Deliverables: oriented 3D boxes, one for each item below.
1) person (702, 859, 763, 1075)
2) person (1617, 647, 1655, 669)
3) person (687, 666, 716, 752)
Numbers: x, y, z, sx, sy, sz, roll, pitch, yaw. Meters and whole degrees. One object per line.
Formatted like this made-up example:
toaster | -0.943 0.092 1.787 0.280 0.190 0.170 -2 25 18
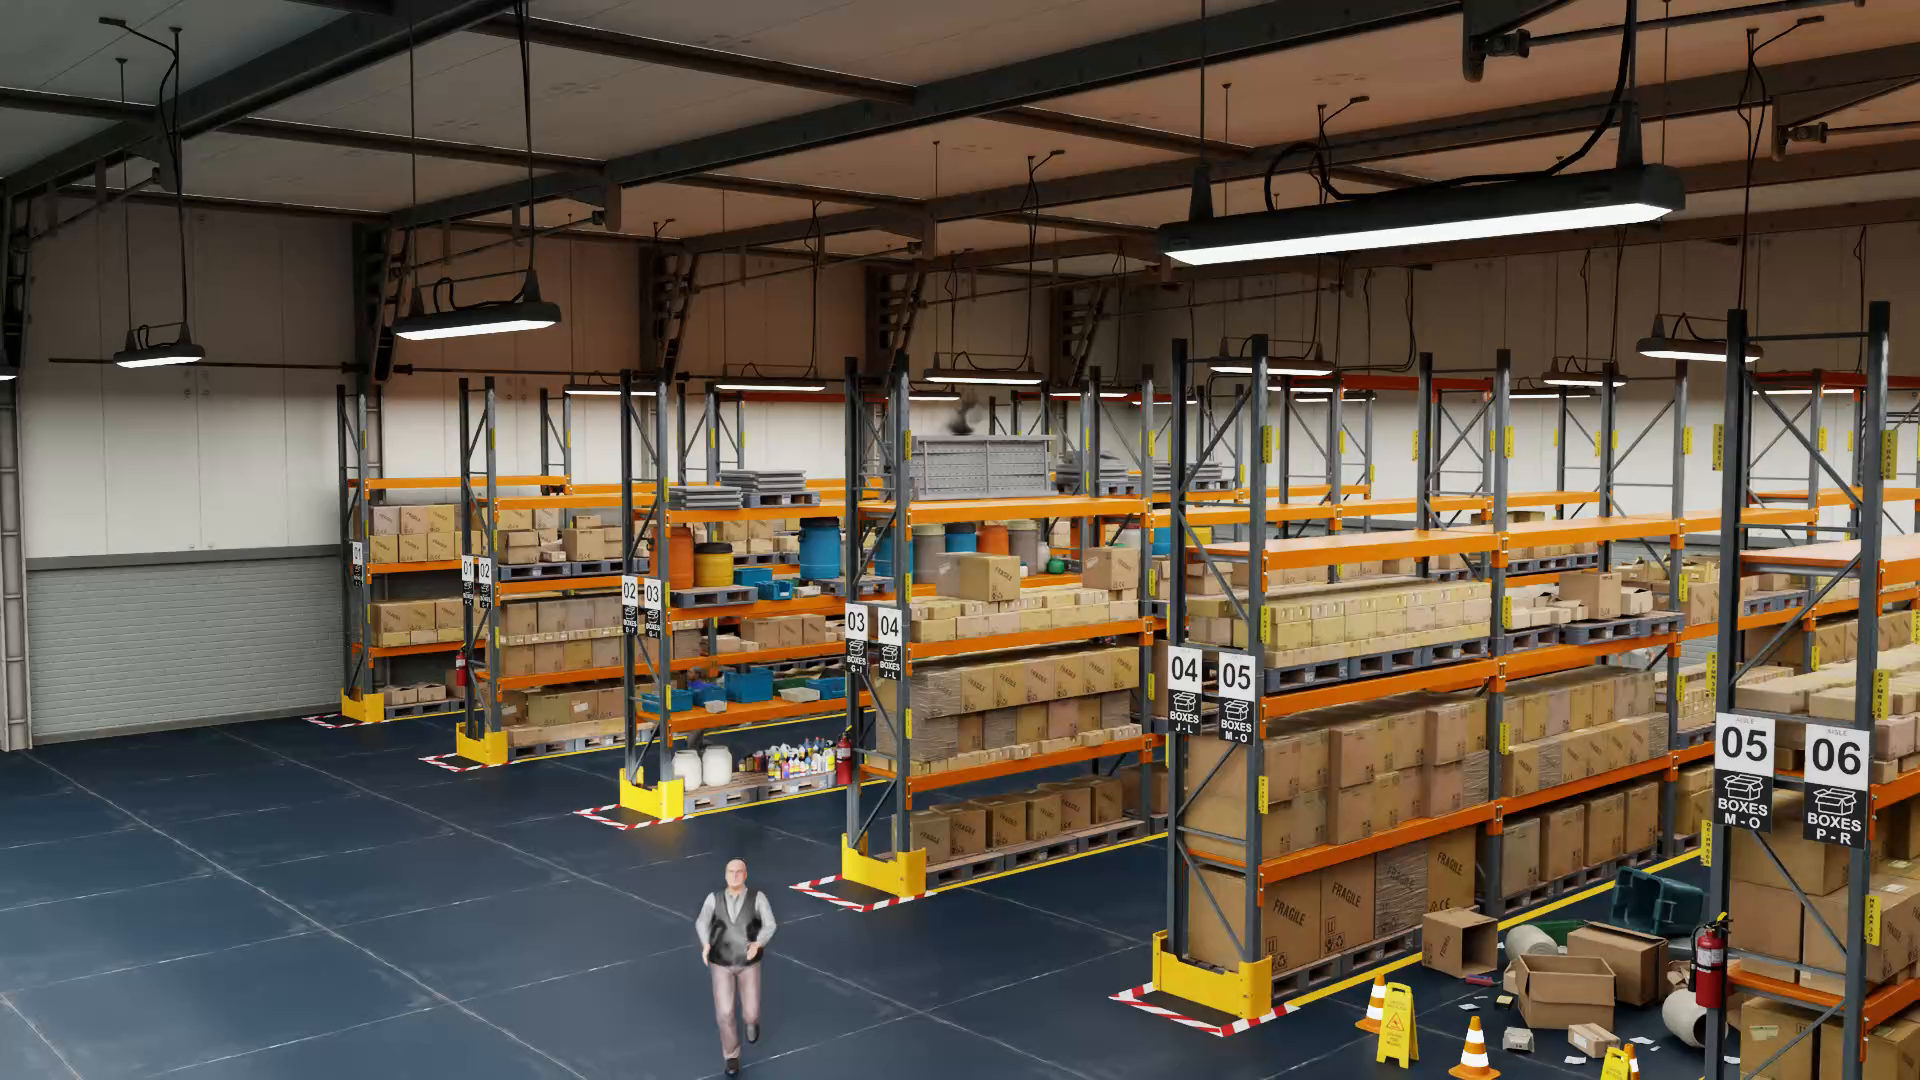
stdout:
person | -1.845 3.435 13.556 0.533 1.678 0.703 0 4 -3
person | 12.107 2.394 29.612 0.648 1.675 0.861 -1 4 -9
person | -3.880 2.657 24.959 0.805 1.558 0.588 -3 5 -42
